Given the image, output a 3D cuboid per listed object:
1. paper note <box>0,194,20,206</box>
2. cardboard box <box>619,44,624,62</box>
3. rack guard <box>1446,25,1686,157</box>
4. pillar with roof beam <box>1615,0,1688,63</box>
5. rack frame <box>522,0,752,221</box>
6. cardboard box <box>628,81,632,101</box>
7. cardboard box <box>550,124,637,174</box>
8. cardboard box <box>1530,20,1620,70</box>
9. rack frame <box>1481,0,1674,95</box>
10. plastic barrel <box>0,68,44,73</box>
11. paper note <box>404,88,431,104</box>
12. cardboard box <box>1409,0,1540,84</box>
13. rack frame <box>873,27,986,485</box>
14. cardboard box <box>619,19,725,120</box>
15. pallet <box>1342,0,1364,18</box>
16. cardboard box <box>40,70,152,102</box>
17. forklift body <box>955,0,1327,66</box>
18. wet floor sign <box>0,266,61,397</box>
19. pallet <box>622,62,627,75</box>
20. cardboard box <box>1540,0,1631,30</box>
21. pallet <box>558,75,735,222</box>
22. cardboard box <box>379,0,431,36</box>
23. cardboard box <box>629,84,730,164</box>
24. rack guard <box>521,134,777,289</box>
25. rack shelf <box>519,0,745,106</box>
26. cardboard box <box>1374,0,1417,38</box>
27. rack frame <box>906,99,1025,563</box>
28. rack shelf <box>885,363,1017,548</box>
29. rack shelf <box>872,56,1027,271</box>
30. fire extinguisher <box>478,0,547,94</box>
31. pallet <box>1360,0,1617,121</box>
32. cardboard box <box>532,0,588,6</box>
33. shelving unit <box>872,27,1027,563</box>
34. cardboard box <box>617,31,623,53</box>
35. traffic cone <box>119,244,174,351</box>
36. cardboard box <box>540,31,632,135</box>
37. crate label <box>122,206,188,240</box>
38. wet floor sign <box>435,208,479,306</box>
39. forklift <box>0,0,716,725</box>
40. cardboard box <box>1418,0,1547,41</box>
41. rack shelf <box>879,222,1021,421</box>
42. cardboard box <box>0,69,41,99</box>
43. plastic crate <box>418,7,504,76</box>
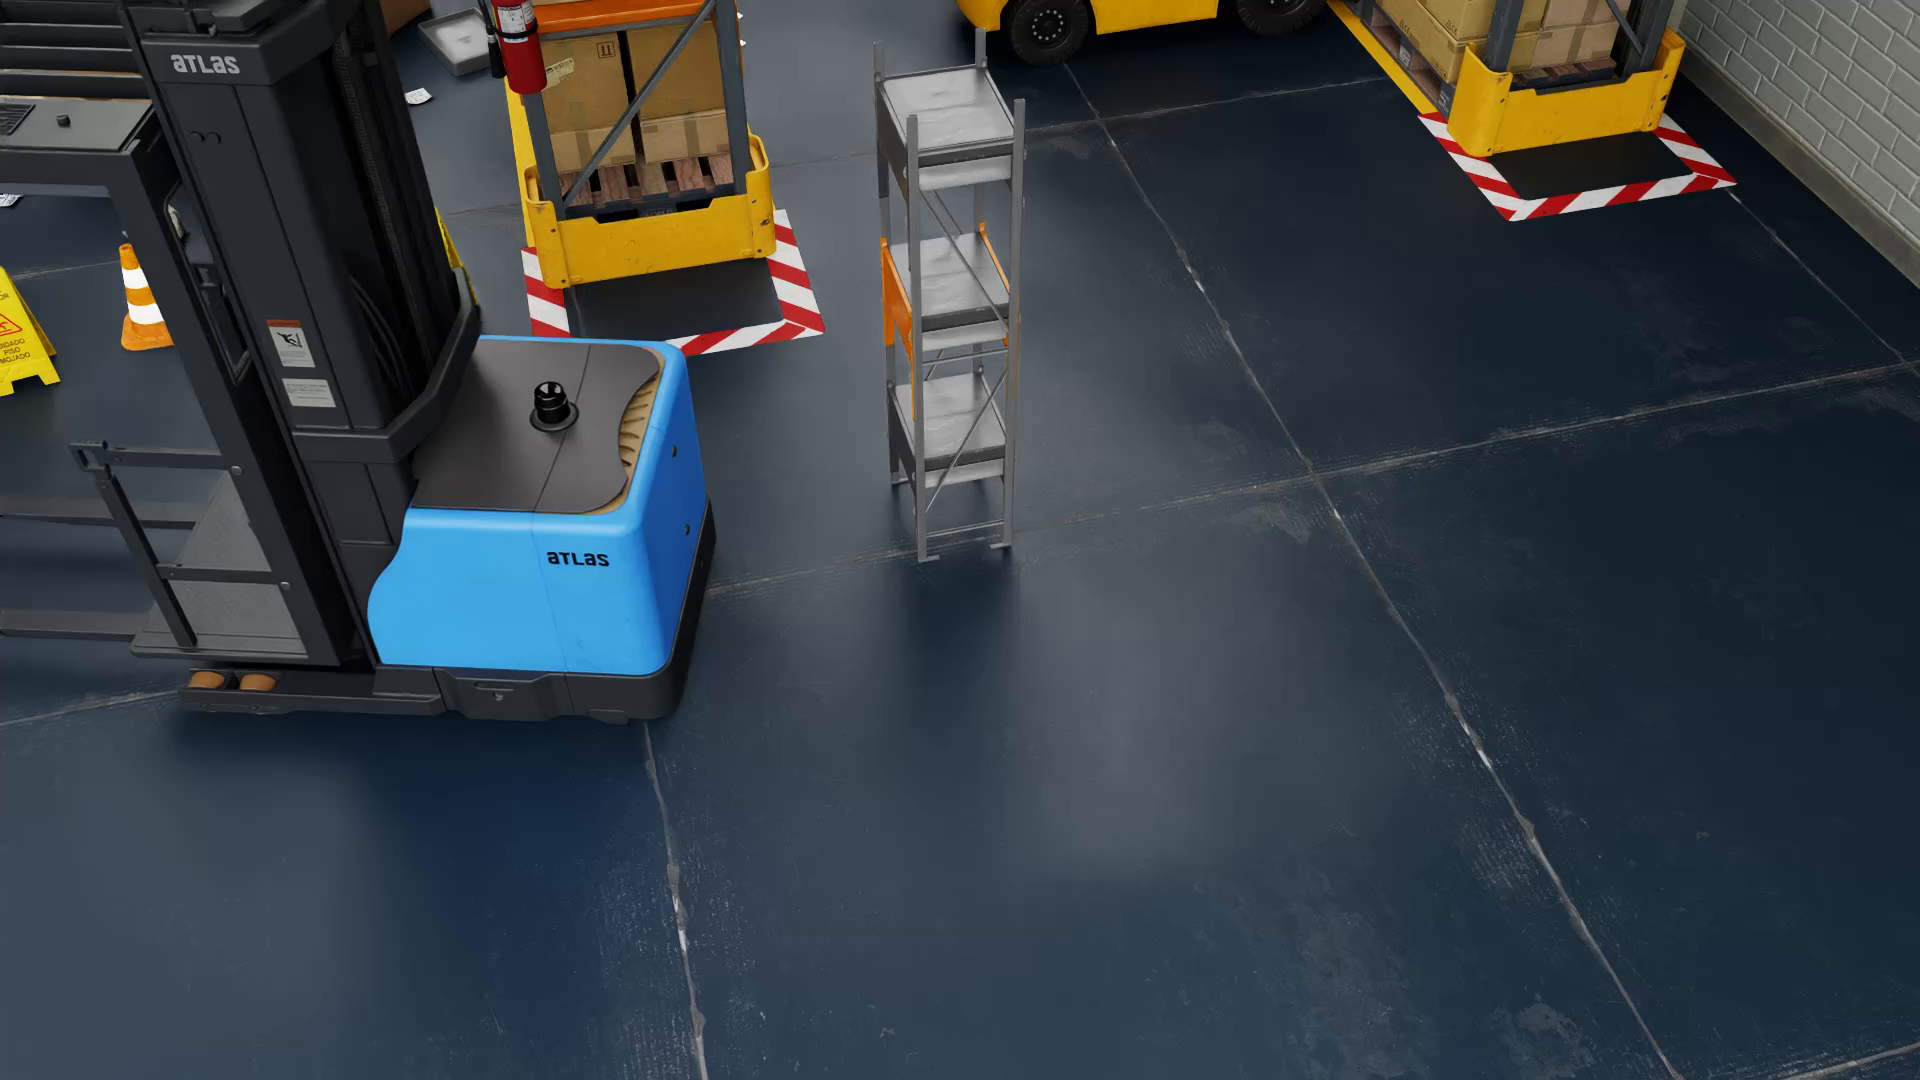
[{"bbox_3d":[-5.016,-1.803,8.748,0.144,0.017,0.142,4,46,4],"label":"paper note"},{"bbox_3d":[-1.722,-2.974,9.446,0.500,0.250,0.500,-8,46,-8],"label":"cardboard box"},{"bbox_3d":[3.296,-2.472,9.073,1.175,0.500,0.348,-11,47,-10],"label":"rack guard"},{"bbox_3d":[-0.179,-5.322,5.916,9.100,9.000,0.400,-11,47,-10],"label":"pillar with roof beam"},{"bbox_3d":[-1.508,-2.454,7.305,1.000,3.000,0.127,-11,47,-10],"label":"rack frame"},{"bbox_3d":[-1.570,-2.599,9.079,0.500,0.250,0.500,-9,46,-9],"label":"cardboard box"},{"bbox_3d":[-1.981,-2.164,8.652,0.500,0.250,0.500,-11,47,-11],"label":"cardboard box"},{"bbox_3d":[3.353,-2.923,9.396,0.500,0.250,0.500,-11,47,-10],"label":"cardboard box"},{"bbox_3d":[3.290,-3.364,8.197,1.000,3.000,0.127,-11,47,-10],"label":"rack frame"},{"bbox_3d":[-5.518,-2.836,9.483,0.512,0.421,0.421,19,48,17],"label":"plastic barrel"},{"bbox_3d":[-3.094,-2.526,9.455,0.142,0.019,0.148,-26,51,-24],"label":"paper note"},{"bbox_3d":[2.864,-2.815,9.290,0.500,0.250,0.500,-10,46,-10],"label":"cardboard box"},{"bbox_3d":[-0.105,-1.018,6.528,0.400,2.100,0.015,-11,47,-10],"label":"rack frame"},{"bbox_3d":[-1.453,-2.524,8.481,0.500,0.500,0.500,-12,47,-12],"label":"cardboard box"},{"bbox_3d":[2.745,-3.749,10.527,1.003,0.211,1.213,-11,47,-10],"label":"pallet"},{"bbox_3d":[-4.405,-2.330,8.931,0.637,0.503,0.797,27,51,24],"label":"cardboard box"},{"bbox_3d":[1.041,-4.042,9.456,2.313,2.155,1.214,-11,47,-10],"label":"forklift body"},{"bbox_3d":[-4.345,-0.997,7.526,0.267,0.644,0.232,-18,48,-17],"label":"wet floor sign"},{"bbox_3d":[-2.010,-2.938,9.732,1.003,0.211,1.213,-11,47,-10],"label":"pallet"},{"bbox_3d":[3.370,-3.086,9.206,0.500,0.250,0.500,-10,46,-10],"label":"cardboard box"},{"bbox_3d":[-1.701,-2.097,8.908,1.003,0.211,1.213,-11,47,-10],"label":"pallet"},{"bbox_3d":[-3.573,-3.353,9.934,0.500,0.500,0.500,19,48,17],"label":"cardboard box"},{"bbox_3d":[-1.447,-2.246,8.732,0.500,0.250,0.500,-11,47,-11],"label":"cardboard box"},{"bbox_3d":[-1.527,-1.631,8.249,1.175,0.500,0.348,-11,47,-10],"label":"rack guard"},{"bbox_3d":[-2.020,-3.583,8.915,1.077,0.370,4.000,-11,47,-10],"label":"rack shelf"},{"bbox_3d":[2.746,-3.160,9.628,0.500,0.250,0.500,-11,47,-10],"label":"cardboard box"},{"bbox_3d":[0.020,-0.681,6.198,0.400,2.100,0.015,-11,47,-10],"label":"rack frame"},{"bbox_3d":[-0.042,-0.350,6.873,0.431,0.518,0.480,-11,47,-10],"label":"rack shelf"},{"bbox_3d":[-0.042,-1.330,5.873,0.431,0.518,0.480,-11,47,-10],"label":"rack shelf"},{"bbox_3d":[-1.924,-2.263,7.173,0.296,0.674,0.183,-11,47,-10],"label":"fire extinguisher"},{"bbox_3d":[3.053,-2.908,9.703,1.003,0.211,1.213,-11,47,-10],"label":"pallet"},{"bbox_3d":[-1.810,-2.585,7.609,0.380,0.149,0.250,-9,46,-9],"label":"cardboard box"},{"bbox_3d":[-0.042,-0.849,6.363,0.431,2.100,0.503,-11,47,-10],"label":"shelving unit"},{"bbox_3d":[-1.591,-2.885,8.834,0.500,0.500,0.500,-12,47,-12],"label":"cardboard box"},{"bbox_3d":[-3.851,-1.189,7.842,0.336,0.463,0.334,-11,47,-10],"label":"traffic cone"},{"bbox_3d":[-1.965,-2.406,8.365,0.500,0.500,0.500,-10,46,-10],"label":"cardboard box"},{"bbox_3d":[-4.112,-1.606,8.479,0.250,0.136,0.298,-35,55,-30],"label":"crate label"},{"bbox_3d":[-2.493,-1.303,7.826,0.267,0.644,0.232,4,46,4],"label":"wet floor sign"},{"bbox_3d":[-2.548,-0.736,5.669,3.031,2.935,1.130,2,46,2],"label":"forklift"},{"bbox_3d":[2.863,-3.002,9.124,0.500,0.250,0.500,-11,47,-11],"label":"cardboard box"},{"bbox_3d":[-0.042,-0.840,6.373,0.431,0.518,0.480,-11,47,-10],"label":"rack shelf"},{"bbox_3d":[-5.070,-2.433,9.200,0.396,0.266,0.258,-3,46,-3],"label":"cardboard box"},{"bbox_3d":[-2.922,-2.959,9.845,0.402,0.080,0.583,-26,51,-24],"label":"plastic crate"}]
